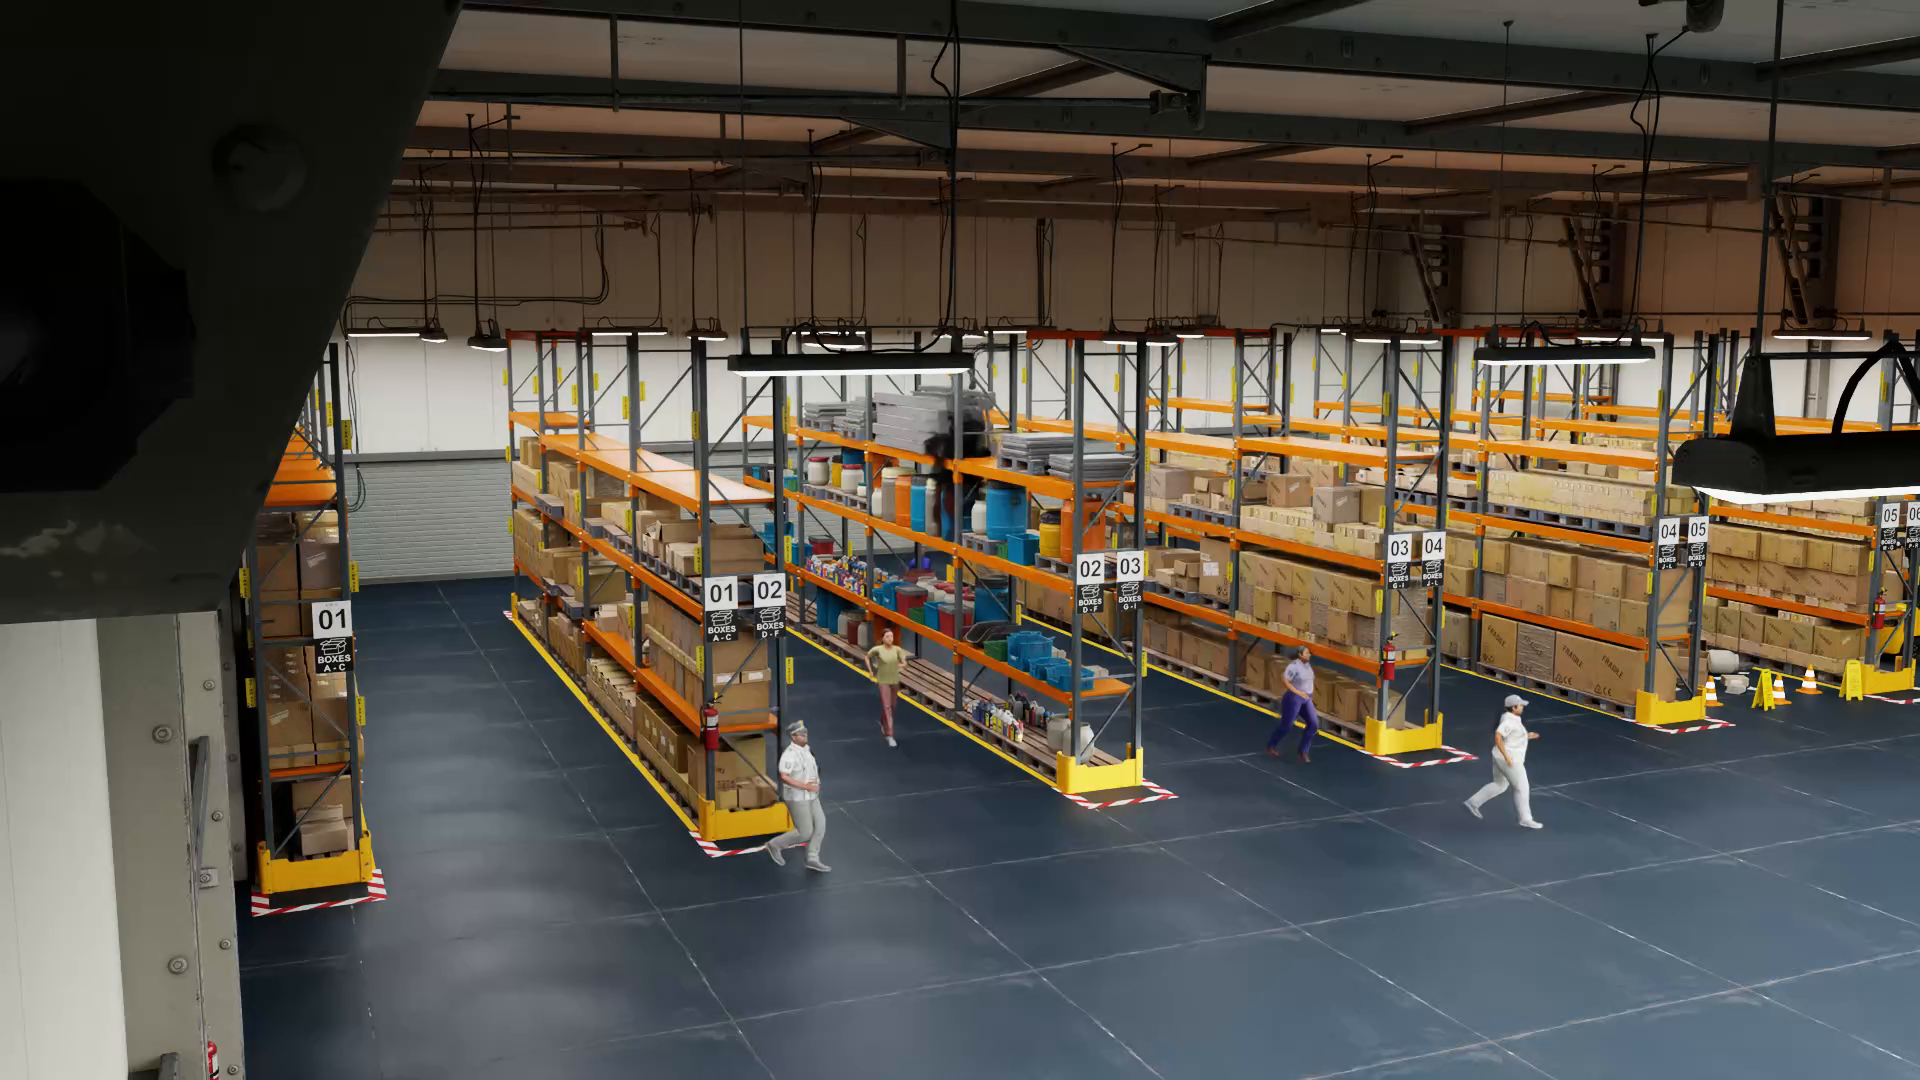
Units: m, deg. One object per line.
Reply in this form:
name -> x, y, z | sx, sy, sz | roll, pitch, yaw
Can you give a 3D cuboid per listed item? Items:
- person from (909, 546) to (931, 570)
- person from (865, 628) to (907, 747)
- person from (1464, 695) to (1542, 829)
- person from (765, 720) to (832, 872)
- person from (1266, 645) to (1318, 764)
person -> -0.793, 0.916, 33.994 | 0.555, 1.609, 0.550 | -4, 9, -28
person -> -1.065, 2.134, 24.634 | 0.564, 1.681, 0.907 | -3, 9, -24
person -> 6.722, 2.714, 20.465 | 0.936, 1.655, 0.605 | 1, 8, 6
person -> -1.844, 2.914, 18.907 | 0.738, 1.783, 0.675 | 2, 8, 14
person -> 4.811, 2.327, 23.736 | 0.692, 1.674, 0.694 | -6, 10, -37
